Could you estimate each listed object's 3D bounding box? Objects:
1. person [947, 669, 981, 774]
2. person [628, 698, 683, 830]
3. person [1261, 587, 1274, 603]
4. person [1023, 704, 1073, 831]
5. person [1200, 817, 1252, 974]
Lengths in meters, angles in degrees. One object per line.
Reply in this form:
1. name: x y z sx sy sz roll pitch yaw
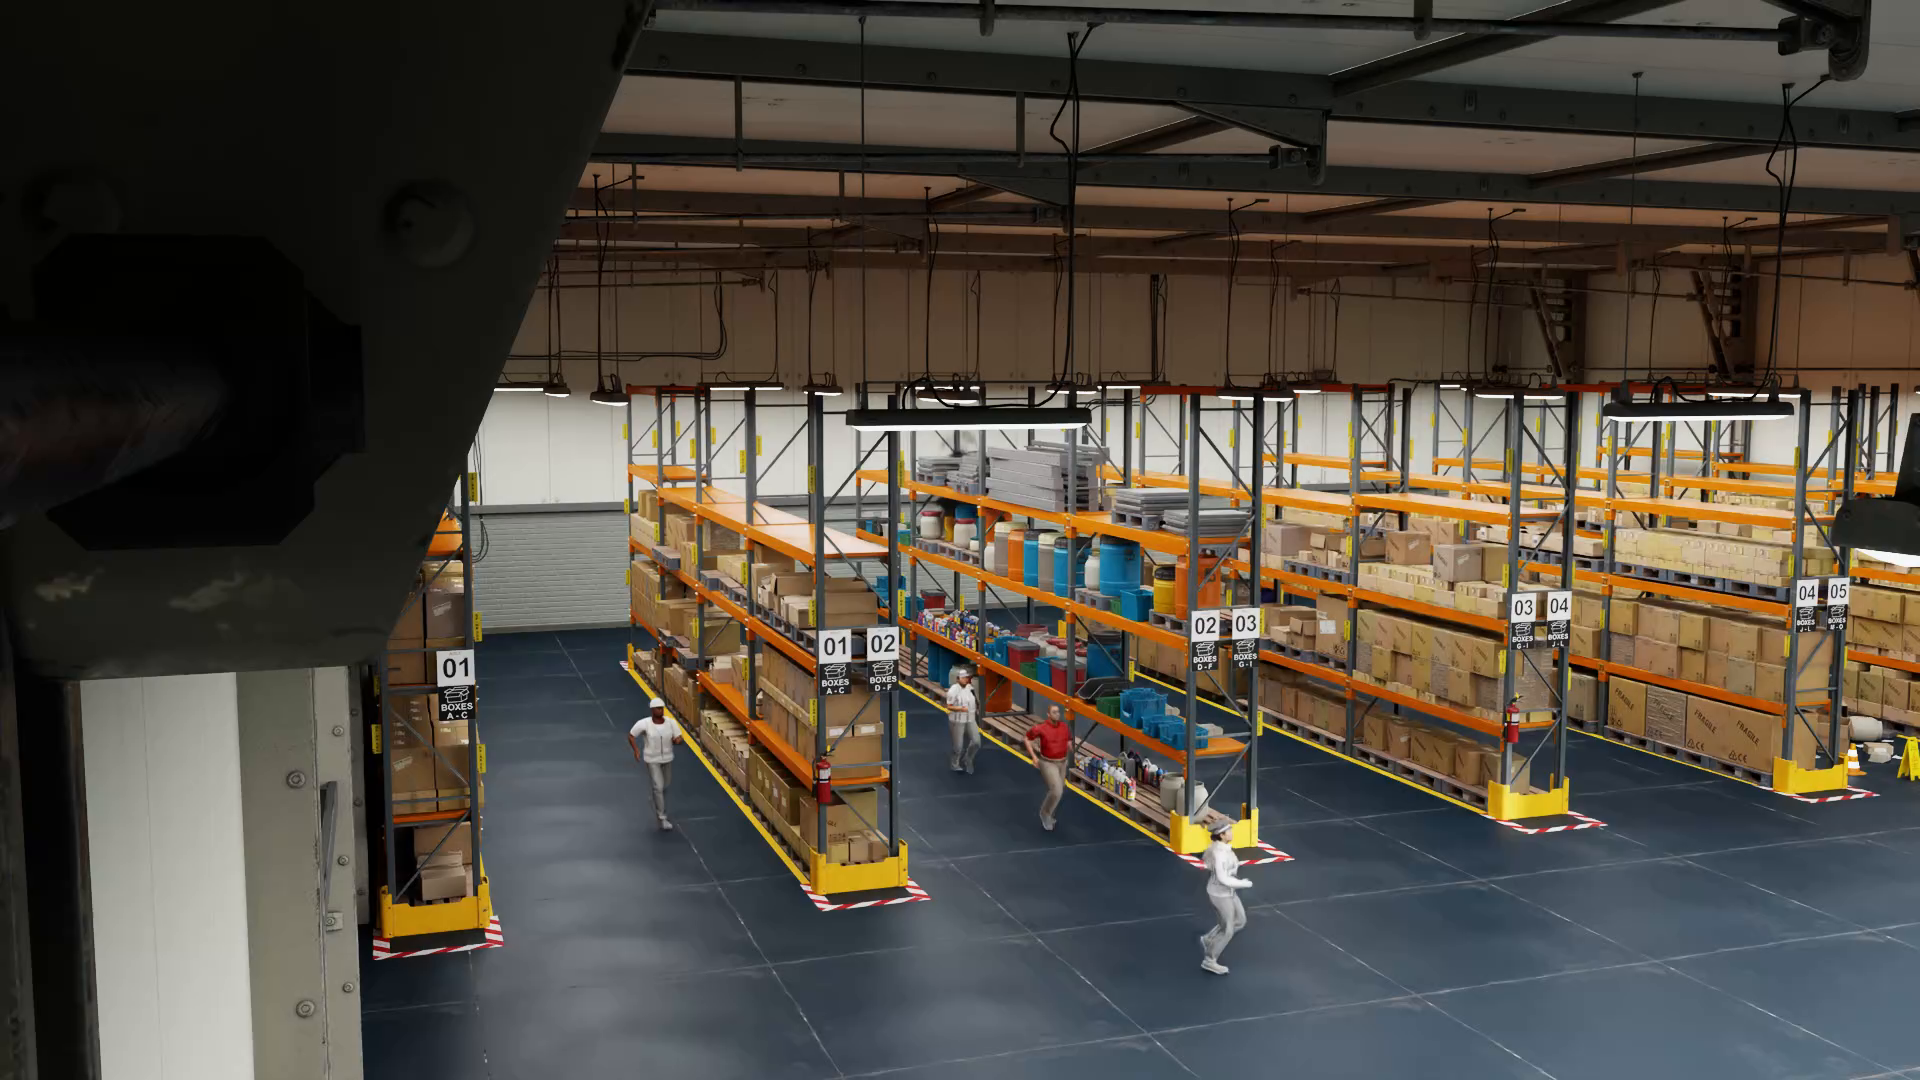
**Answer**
1. person: 0.071 2.847 25.935 0.571 1.651 0.665 -3 7 -27
2. person: -4.173 3.051 23.042 0.703 1.747 0.992 -4 7 -33
3. person: 7.590 1.284 41.371 0.653 1.557 0.577 -3 7 -30
4. person: 1.292 3.129 22.849 0.636 1.747 0.713 -5 7 -38
5. person: 2.790 3.708 17.394 0.526 1.667 0.638 1 6 7
